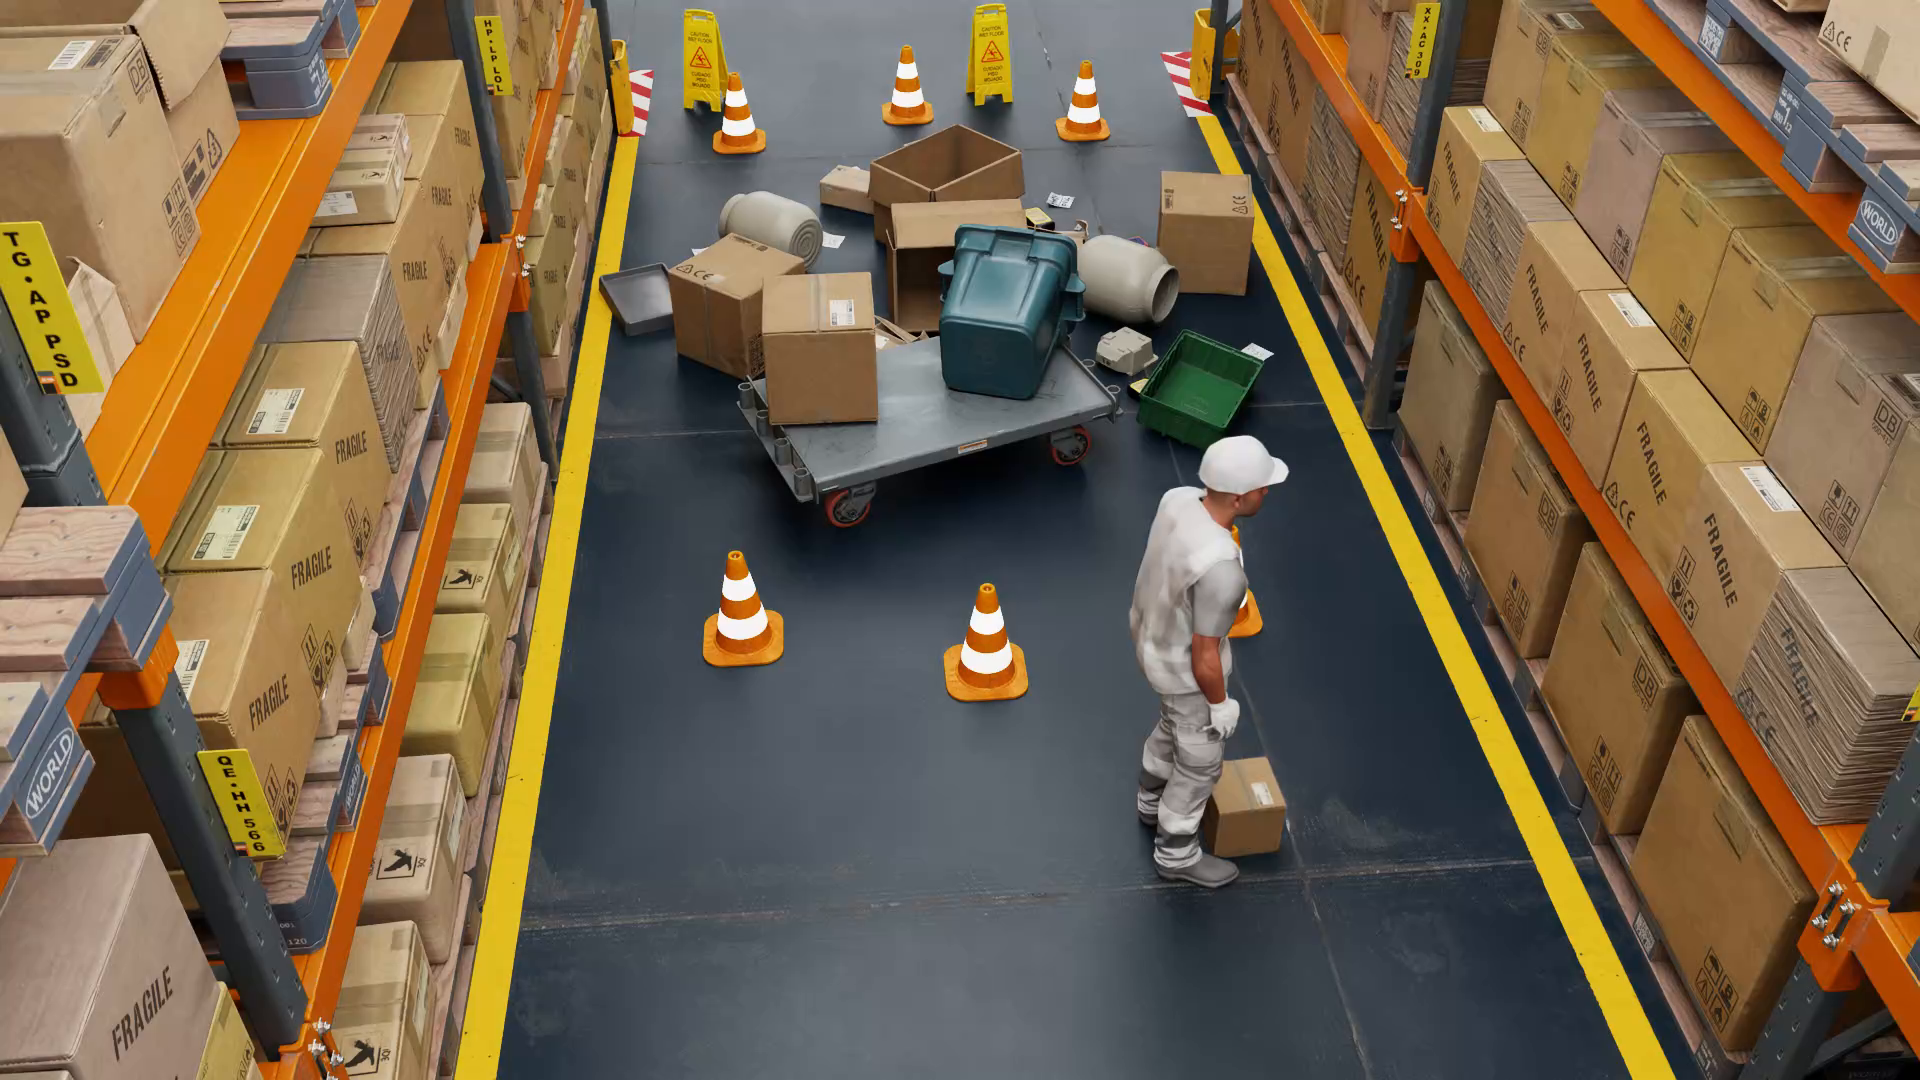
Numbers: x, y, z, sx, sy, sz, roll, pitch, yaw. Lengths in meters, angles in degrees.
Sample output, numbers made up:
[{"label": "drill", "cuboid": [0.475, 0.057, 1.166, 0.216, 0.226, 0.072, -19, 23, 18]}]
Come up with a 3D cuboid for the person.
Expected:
[{"label": "person", "cuboid": [0.806, 0.405, 5.638, 0.449, 1.778, 0.595, -5, 39, -6]}]
